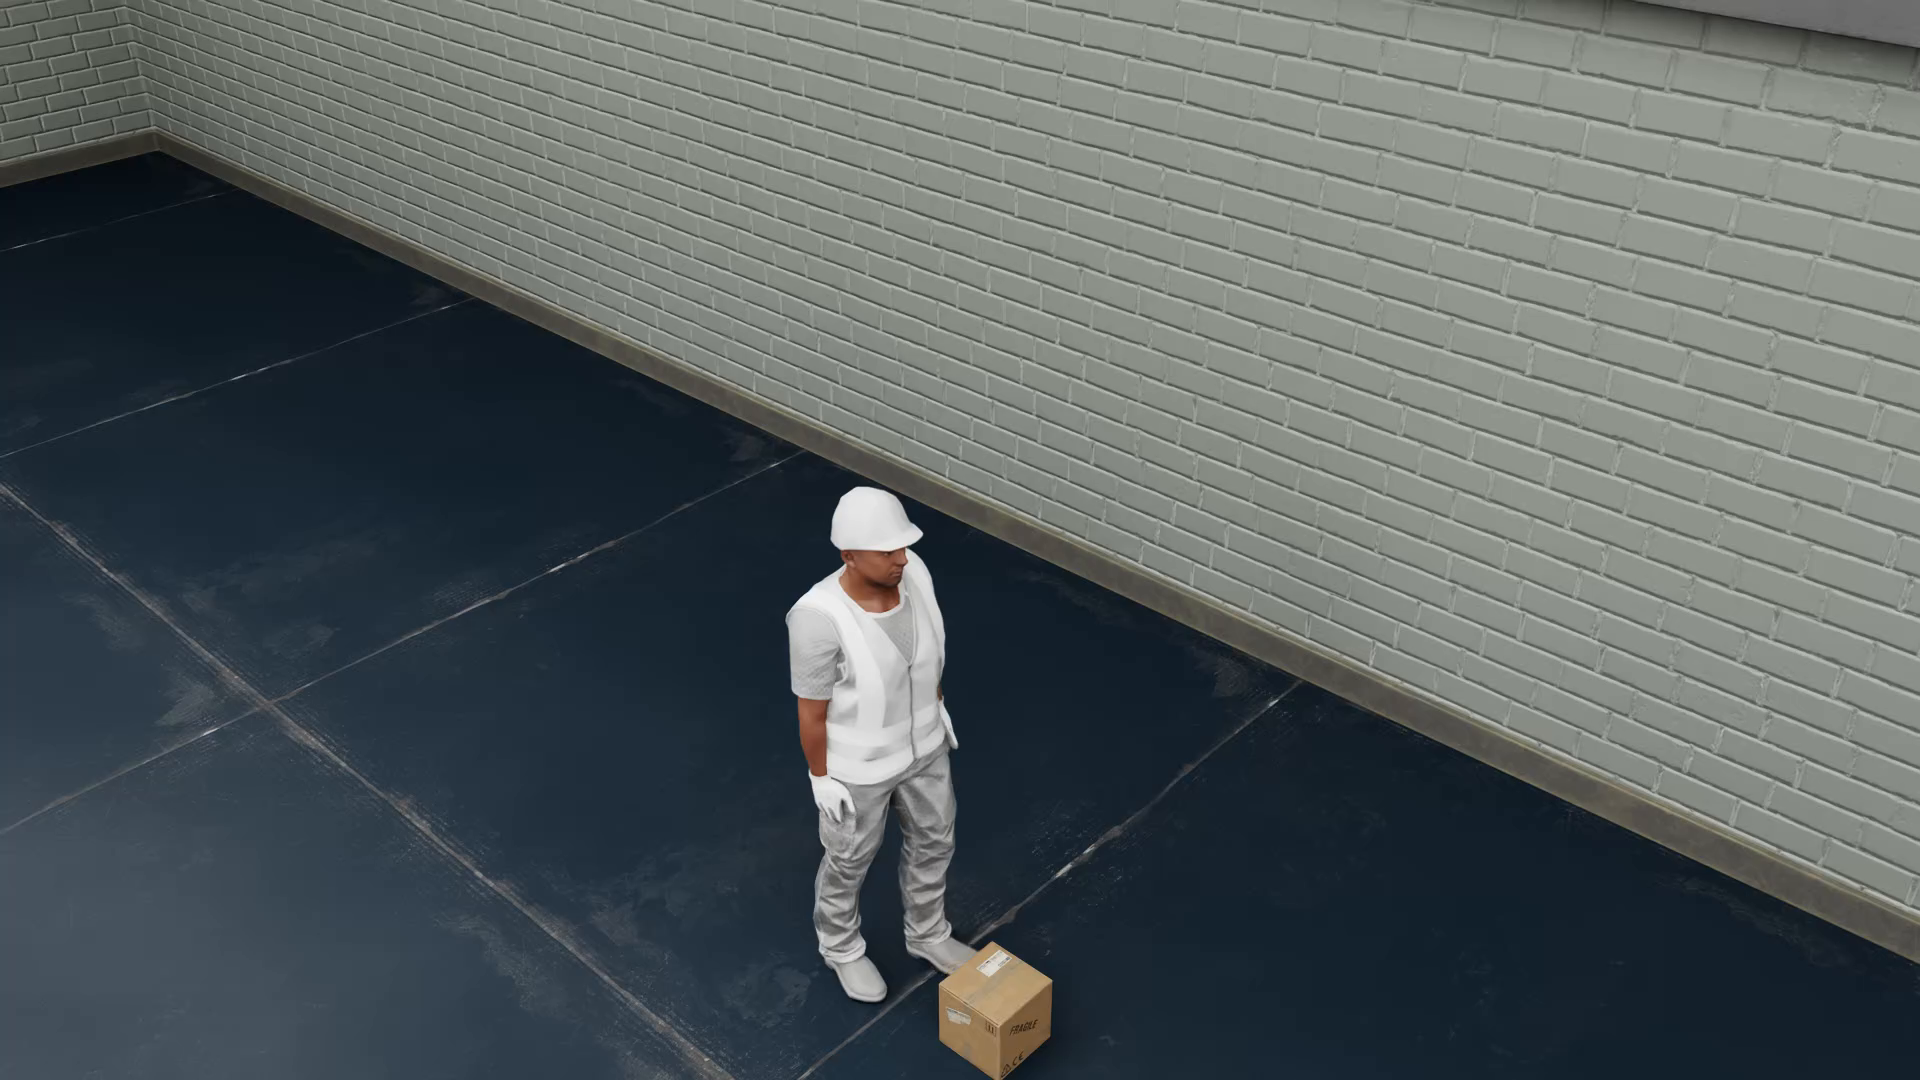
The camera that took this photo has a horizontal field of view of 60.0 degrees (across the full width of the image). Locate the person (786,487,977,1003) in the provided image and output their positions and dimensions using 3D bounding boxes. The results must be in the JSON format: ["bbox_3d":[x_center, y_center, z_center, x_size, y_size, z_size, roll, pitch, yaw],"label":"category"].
[{"bbox_3d":[-0.199,0.654,5.033,0.480,1.788,0.556,26,39,36],"label":"person"}]
